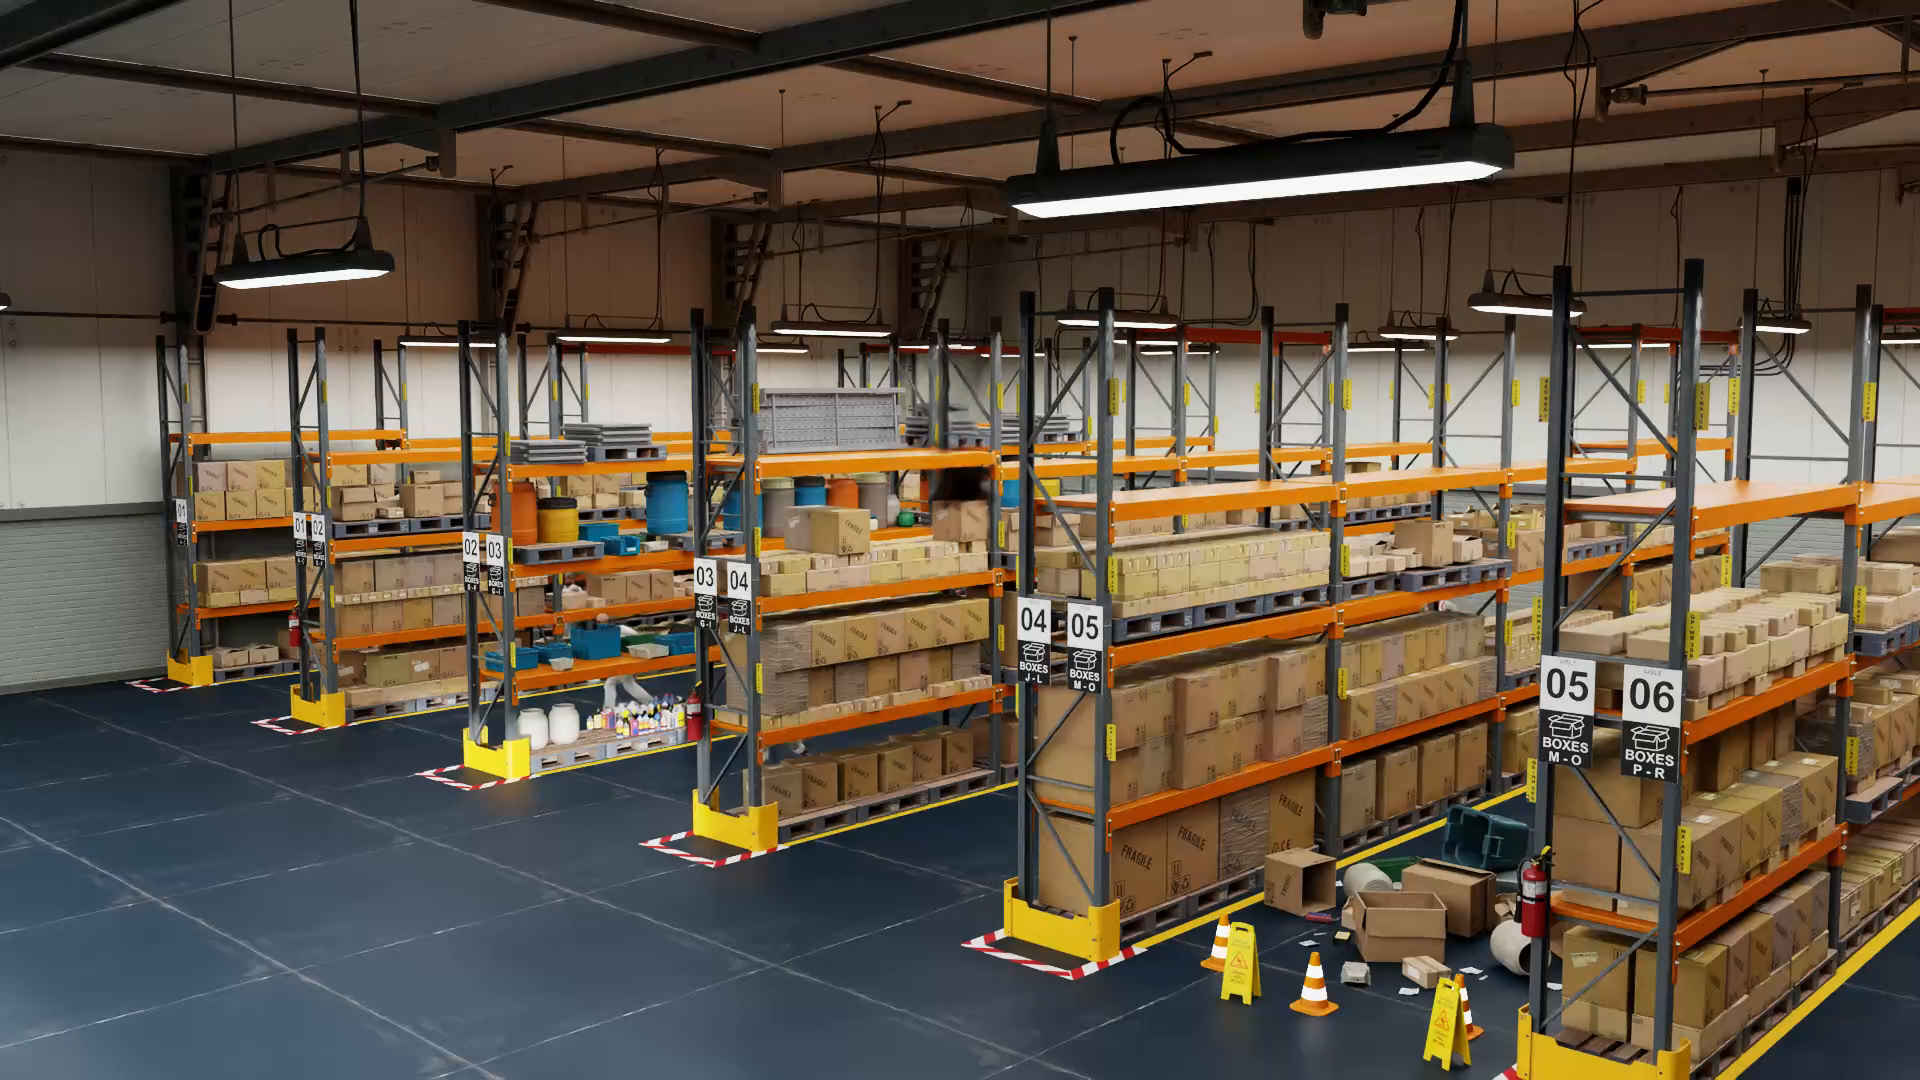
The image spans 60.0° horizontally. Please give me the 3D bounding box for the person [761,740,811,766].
[{"bbox_3d":[-2.345,2.318,21.635,0.706,1.732,1.054,5,7,41],"label":"person"}]

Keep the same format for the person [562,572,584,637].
[{"bbox_3d":[-7.184,1.411,30.699,0.674,1.740,0.782,4,7,38],"label":"person"}]

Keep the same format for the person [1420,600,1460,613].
[{"bbox_3d":[8.073,1.633,28.069,0.671,1.799,1.002,5,7,43],"label":"person"}]

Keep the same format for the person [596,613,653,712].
[{"bbox_3d":[-5.120,1.957,25.448,1.063,1.758,0.748,-5,7,-44],"label":"person"}]
